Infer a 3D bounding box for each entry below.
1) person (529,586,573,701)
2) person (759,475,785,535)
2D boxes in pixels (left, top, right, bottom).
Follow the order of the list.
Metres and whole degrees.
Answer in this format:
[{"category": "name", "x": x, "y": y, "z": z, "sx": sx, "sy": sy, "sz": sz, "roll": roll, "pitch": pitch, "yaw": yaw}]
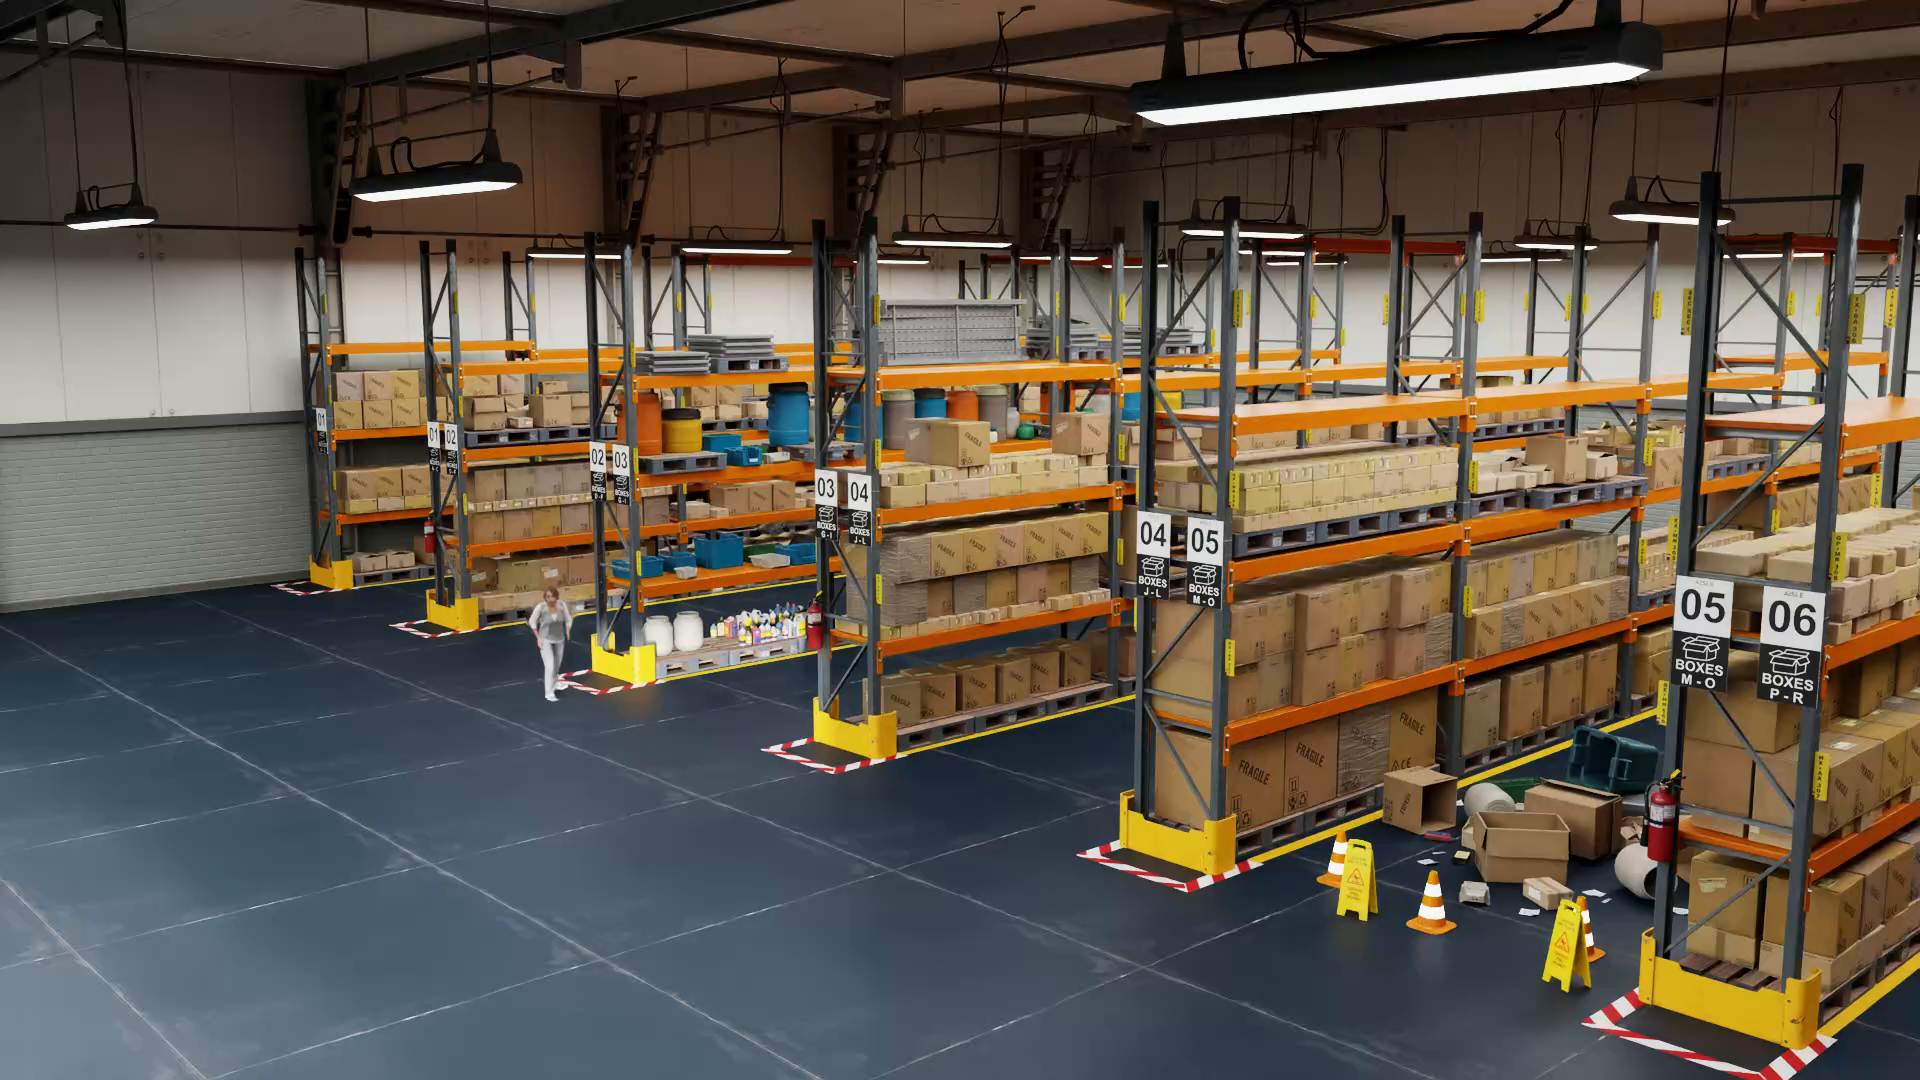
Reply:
[{"category": "person", "x": -5.233, "y": 1.302, "z": 21.401, "sx": 0.587, "sy": 1.520, "sz": 0.809, "roll": -7, "pitch": 11, "yaw": -38}, {"category": "person", "x": -3.706, "y": -0.555, "z": 33.041, "sx": 0.671, "sy": 1.794, "sz": 0.711, "roll": 6, "pitch": 10, "yaw": 34}]
